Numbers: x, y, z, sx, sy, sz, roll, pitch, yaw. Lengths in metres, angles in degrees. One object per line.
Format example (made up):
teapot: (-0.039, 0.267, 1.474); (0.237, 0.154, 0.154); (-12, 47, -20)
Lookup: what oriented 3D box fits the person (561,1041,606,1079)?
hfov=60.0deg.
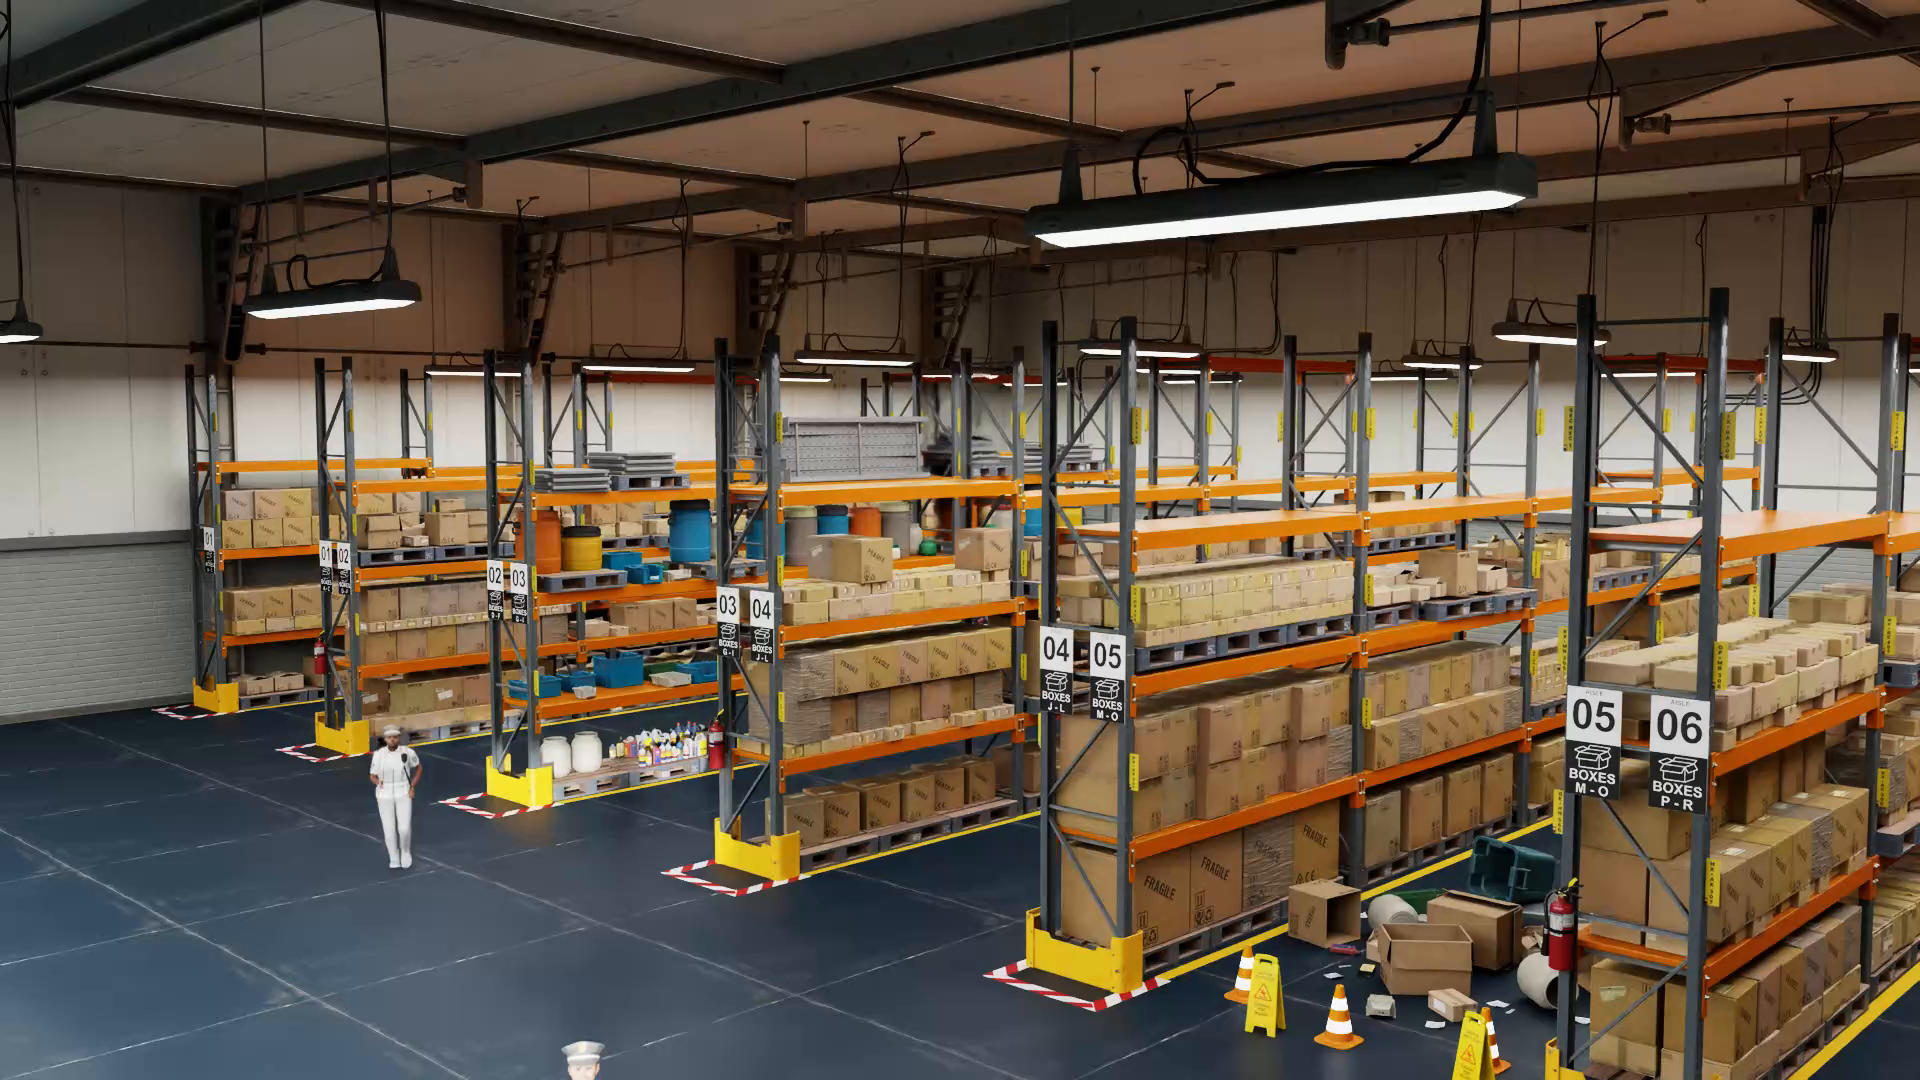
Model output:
person: (-2.132, 3.620, 9.414); (0.629, 1.648, 0.549); (-1, 5, -16)

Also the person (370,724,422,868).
person: (-6.344, 2.895, 18.689); (0.554, 1.665, 0.602); (-1, 5, -15)
